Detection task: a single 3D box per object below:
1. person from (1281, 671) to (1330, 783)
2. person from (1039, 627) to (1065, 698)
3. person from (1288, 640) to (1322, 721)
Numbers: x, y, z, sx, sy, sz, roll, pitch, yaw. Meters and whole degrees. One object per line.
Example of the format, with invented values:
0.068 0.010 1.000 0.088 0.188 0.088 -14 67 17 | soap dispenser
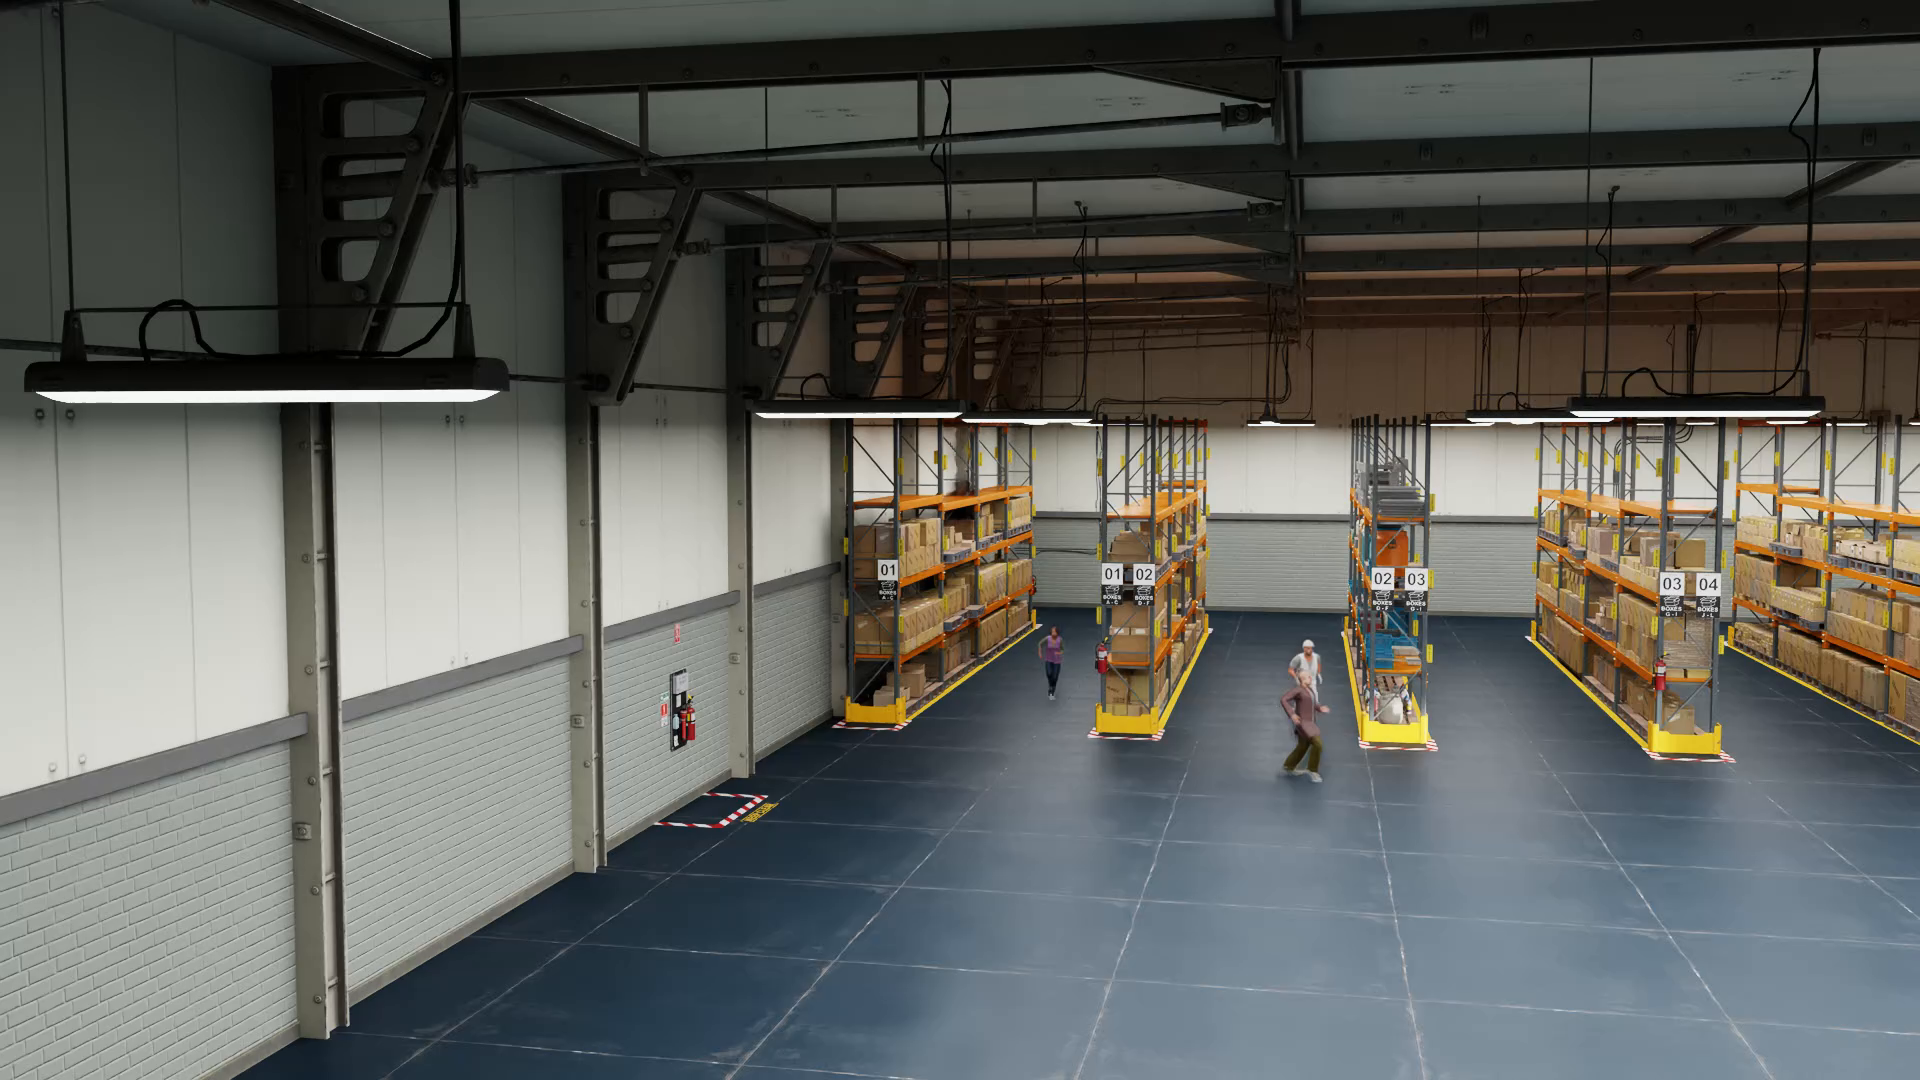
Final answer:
5.625 3.046 27.173 0.824 1.807 0.715 2 4 32 | person
1.944 2.597 35.162 0.569 1.548 0.680 0 4 4 | person
6.550 2.759 31.549 0.681 1.758 0.968 -1 4 -12 | person
